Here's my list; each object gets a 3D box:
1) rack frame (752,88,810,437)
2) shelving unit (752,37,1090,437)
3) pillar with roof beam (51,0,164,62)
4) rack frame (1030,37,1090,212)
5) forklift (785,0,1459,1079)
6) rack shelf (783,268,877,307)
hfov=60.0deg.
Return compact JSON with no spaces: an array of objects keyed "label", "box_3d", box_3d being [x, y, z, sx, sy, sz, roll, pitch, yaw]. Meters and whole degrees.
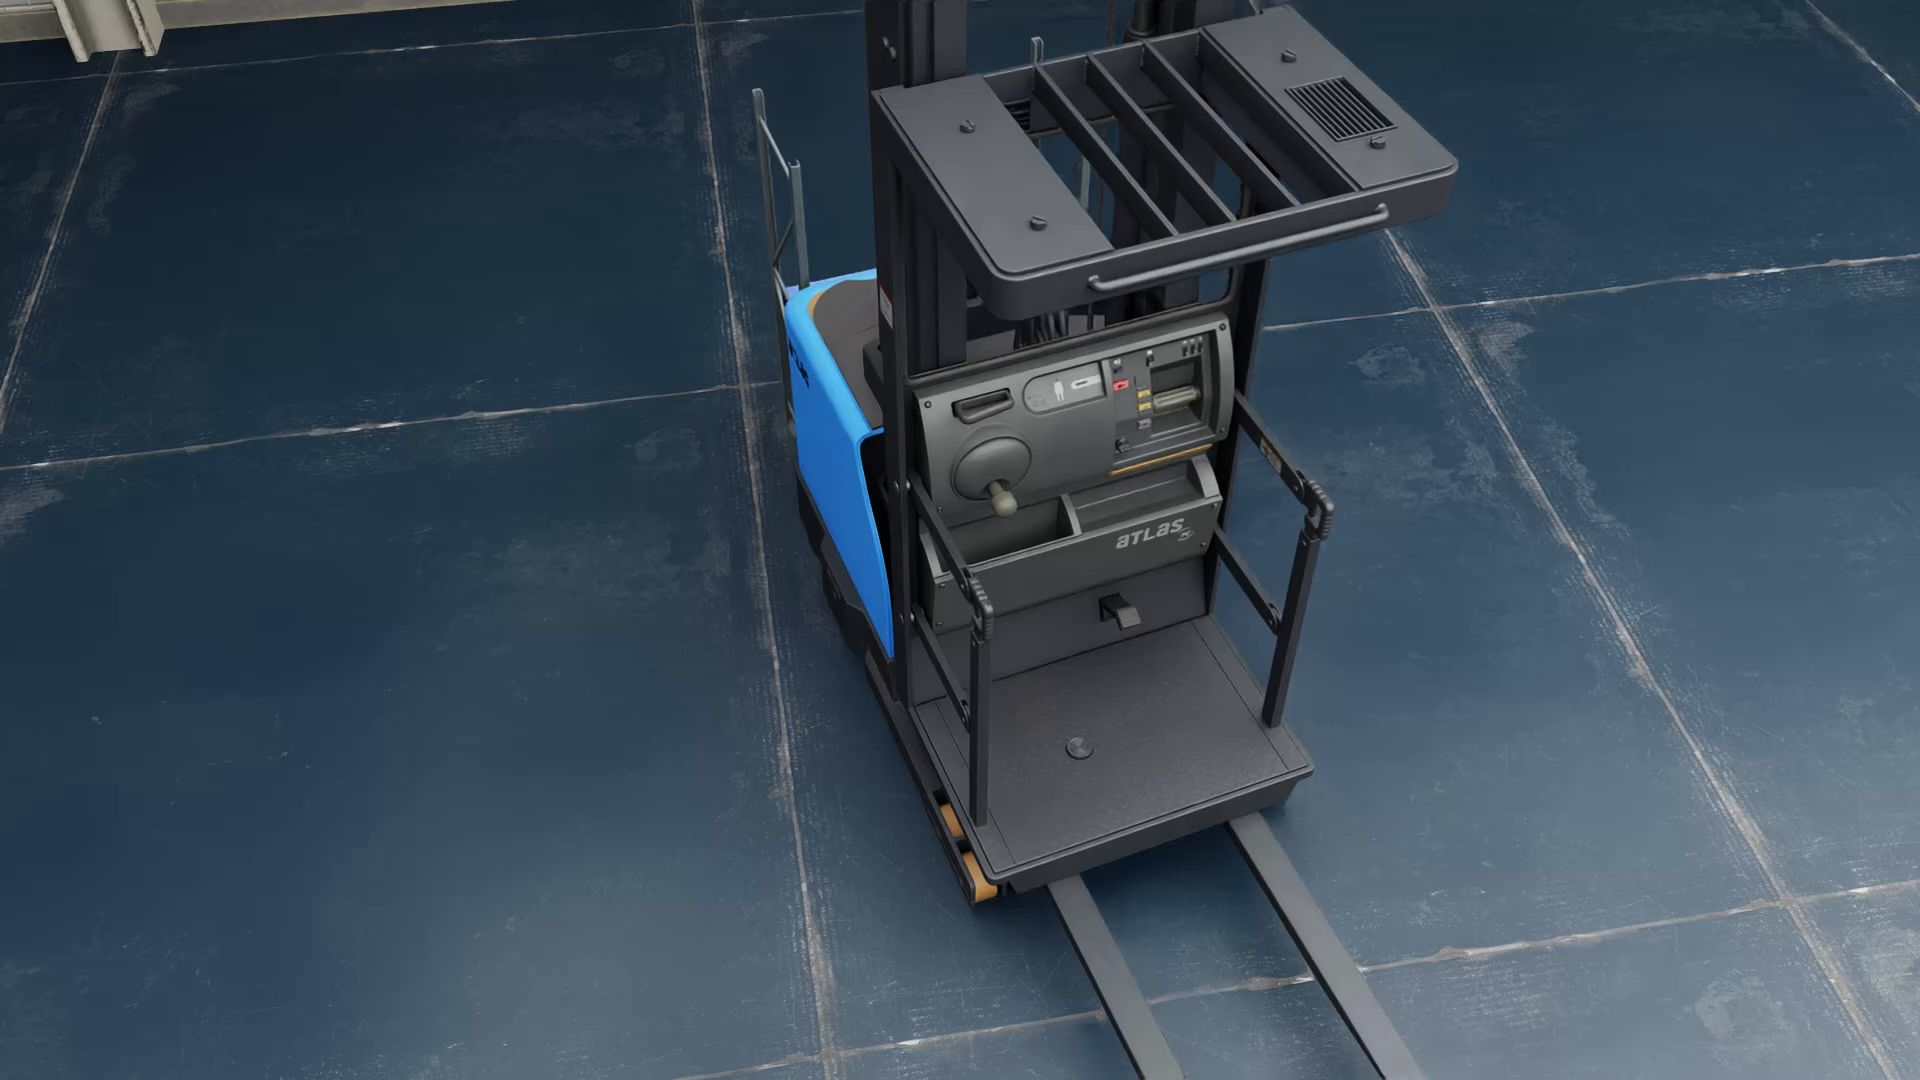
[{"label":"rack frame","box_3d":[-0.608,-0.841,6.019,0.032,1.500,0.500,-14,48,-13]},{"label":"shelving unit","box_3d":[-0.129,-0.964,6.137,1.048,1.500,0.538,-14,48,-13]},{"label":"pillar with roof beam","box_3d":[-3.690,-2.686,2.589,0.400,9.000,9.100,-7,46,-7]},{"label":"rack frame","box_3d":[0.349,-1.087,6.256,0.032,1.500,0.500,-14,48,-13]},{"label":"forklift","box_3d":[0.413,-0.246,4.452,1.130,2.935,3.031,-16,48,-15]},{"label":"rack shelf","box_3d":[-0.129,-0.839,6.267,1.000,0.185,0.538,-14,48,-13]}]
